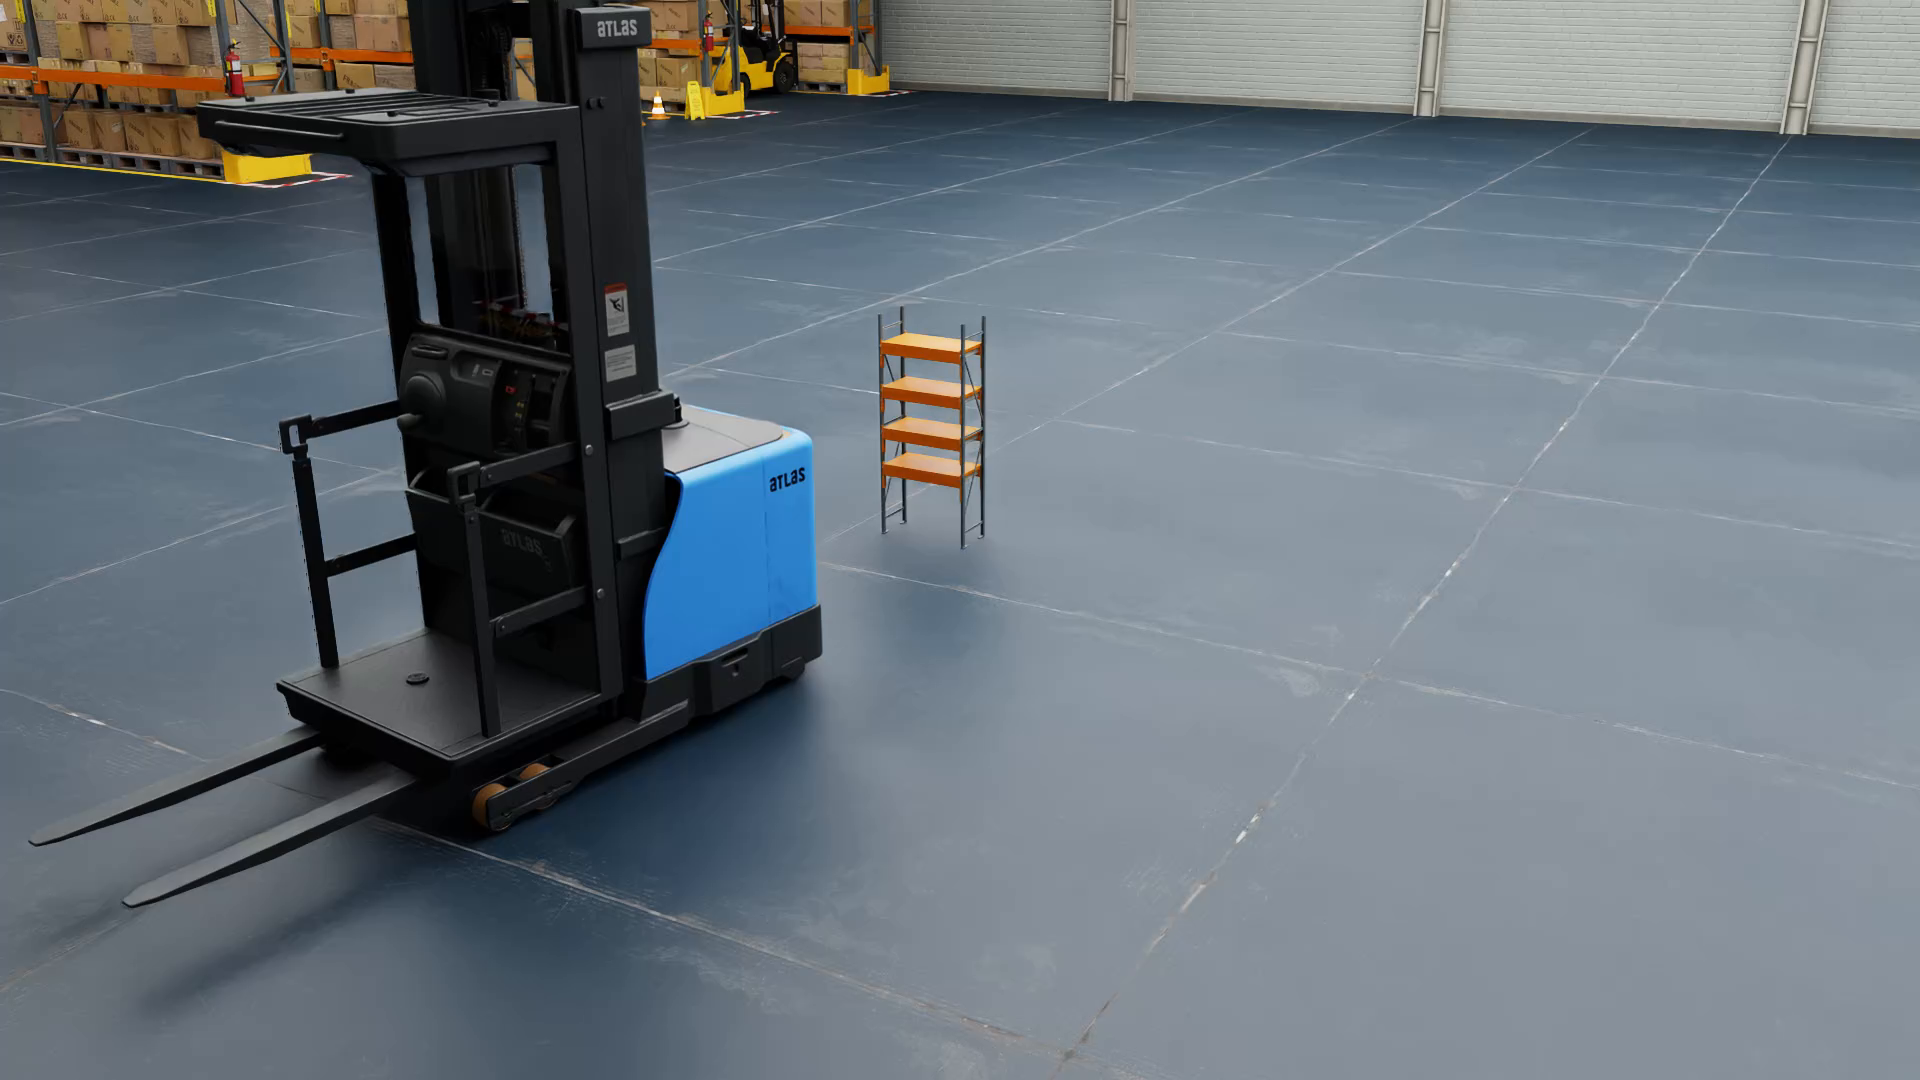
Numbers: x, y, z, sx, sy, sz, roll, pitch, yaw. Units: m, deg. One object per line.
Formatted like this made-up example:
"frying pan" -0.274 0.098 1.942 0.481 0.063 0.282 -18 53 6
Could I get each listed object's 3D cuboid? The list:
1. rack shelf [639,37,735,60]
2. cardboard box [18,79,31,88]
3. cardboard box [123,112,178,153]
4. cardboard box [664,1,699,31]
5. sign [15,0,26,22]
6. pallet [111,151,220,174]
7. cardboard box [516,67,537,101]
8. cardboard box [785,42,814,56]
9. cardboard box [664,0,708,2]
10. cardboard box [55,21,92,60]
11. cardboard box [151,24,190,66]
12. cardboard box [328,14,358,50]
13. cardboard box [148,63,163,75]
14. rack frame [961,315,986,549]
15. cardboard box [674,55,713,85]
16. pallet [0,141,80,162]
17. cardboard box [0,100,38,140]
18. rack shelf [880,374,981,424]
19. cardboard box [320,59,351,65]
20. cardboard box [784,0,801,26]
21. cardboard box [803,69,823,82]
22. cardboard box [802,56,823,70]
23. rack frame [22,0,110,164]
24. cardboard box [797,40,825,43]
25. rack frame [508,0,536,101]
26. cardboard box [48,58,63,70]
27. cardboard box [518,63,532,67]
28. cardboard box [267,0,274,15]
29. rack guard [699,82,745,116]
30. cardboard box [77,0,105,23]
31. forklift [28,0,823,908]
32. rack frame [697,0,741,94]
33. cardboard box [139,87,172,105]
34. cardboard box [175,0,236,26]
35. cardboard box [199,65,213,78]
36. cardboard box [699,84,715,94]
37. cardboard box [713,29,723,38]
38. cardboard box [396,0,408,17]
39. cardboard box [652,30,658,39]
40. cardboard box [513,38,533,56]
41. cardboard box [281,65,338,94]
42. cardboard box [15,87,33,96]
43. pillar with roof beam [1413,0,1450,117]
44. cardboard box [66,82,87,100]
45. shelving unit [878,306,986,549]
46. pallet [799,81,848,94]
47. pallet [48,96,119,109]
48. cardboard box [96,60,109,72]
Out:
"rack shelf" -6.074 -9.187 30.849 4.000 0.370 1.077 11 23 27
"cardboard box" -17.560 -8.653 31.449 0.250 0.149 0.380 11 23 28
"cardboard box" -11.239 -5.679 23.172 0.500 0.500 0.500 9 22 23
"cardboard box" -4.936 -9.388 29.764 0.500 0.500 0.500 10 22 26
"sign" -12.920 -7.286 22.855 0.005 0.325 0.100 11 23 27
"pallet" -10.980 -5.293 23.148 1.213 0.211 1.003 11 23 27
"cardboard box" -7.278 -6.994 26.248 0.875 0.875 0.875 11 23 28
"cardboard box" -3.358 -10.194 34.519 0.500 0.250 0.500 11 23 28
"cardboard box" -4.880 -9.870 29.626 0.500 0.500 0.700 10 22 26
"cardboard box" -11.871 -6.908 22.927 0.500 0.500 0.875 11 23 27
"cardboard box" -10.122 -6.577 22.014 0.500 0.500 0.875 11 23 27
"cardboard box" -9.818 -8.380 27.349 0.550 0.550 0.875 11 23 27
"cardboard box" -10.609 -6.313 22.240 0.250 0.149 0.380 11 23 27
"rack frame" 0.069 -0.551 8.625 0.015 1.200 0.240 11 23 27
"cardboard box" -4.918 -8.670 30.686 0.500 0.500 0.500 10 22 26
"pallet" -13.333 -5.726 24.341 1.213 0.211 1.003 11 23 27
"cardboard box" -14.074 -6.226 24.650 0.500 0.500 0.700 9 22 23
"rack shelf" -0.145 -0.739 8.683 0.480 0.148 0.258 11 23 27
"cardboard box" -12.651 -10.011 34.565 0.875 0.875 0.875 11 23 28
"cardboard box" -3.364 -10.896 34.358 0.500 0.500 0.500 10 22 26
"cardboard box" -2.904 -9.646 34.474 0.500 0.250 0.500 11 23 27
"cardboard box" -2.920 -9.885 34.402 0.500 0.250 0.500 11 22 27
"rack frame" -12.653 -6.908 23.510 0.127 3.000 1.000 11 23 27
"cardboard box" -3.107 -10.351 34.951 0.500 0.250 0.500 11 22 27
"rack frame" -6.653 -7.702 25.700 0.127 3.000 1.000 11 23 27
"cardboard box" -12.400 -6.619 23.082 0.250 0.149 0.380 11 23 27
"cardboard box" -9.800 -11.117 38.162 0.500 0.500 0.500 10 22 26
"cardboard box" -11.473 -9.135 28.035 0.500 0.500 0.700 11 23 28
"rack guard" -4.394 -8.030 30.270 0.348 0.500 1.175 11 23 27
"cardboard box" -11.510 -7.248 22.399 0.500 0.500 0.500 11 23 27
"forklift" -1.895 -0.521 6.003 1.130 2.935 3.031 15 25 35
"rack frame" -4.328 -9.193 29.809 0.127 3.000 1.000 11 23 27
"cardboard box" -14.340 -8.087 29.810 0.500 0.500 0.500 11 23 27
"cardboard box" -9.761 -6.917 21.487 0.500 0.500 0.500 11 23 27
"cardboard box" -9.728 -6.152 21.795 0.250 0.149 0.380 11 23 27
"cardboard box" -4.897 -8.314 30.803 0.500 0.250 0.500 11 22 27
"cardboard box" -4.523 -9.193 30.177 0.250 0.149 0.380 11 23 28
"cardboard box" -8.432 -8.601 26.373 0.500 0.550 0.875 11 23 27
"cardboard box" -5.486 -9.165 30.101 0.250 0.149 0.380 11 23 28
"cardboard box" -6.999 -7.821 25.808 0.550 0.550 0.875 11 23 27
"cardboard box" -10.731 -7.584 28.057 0.750 0.750 1.050 11 23 27
"cardboard box" -17.638 -8.519 31.516 0.250 0.149 0.380 11 23 28
"pillar with roof beam" 6.298 -10.598 24.886 0.400 9.000 9.100 11 23 27
"cardboard box" -16.151 -8.431 30.759 0.500 0.500 0.500 12 23 30
"shelving unit" -0.145 -0.592 8.736 0.503 1.200 0.258 11 23 27
"pallet" -2.598 -9.475 34.676 1.213 0.211 1.003 11 23 27
"pallet" -16.449 -8.258 31.321 1.213 0.211 1.003 11 23 27
"cardboard box" -11.508 -6.464 22.654 0.250 0.149 0.380 11 23 27
